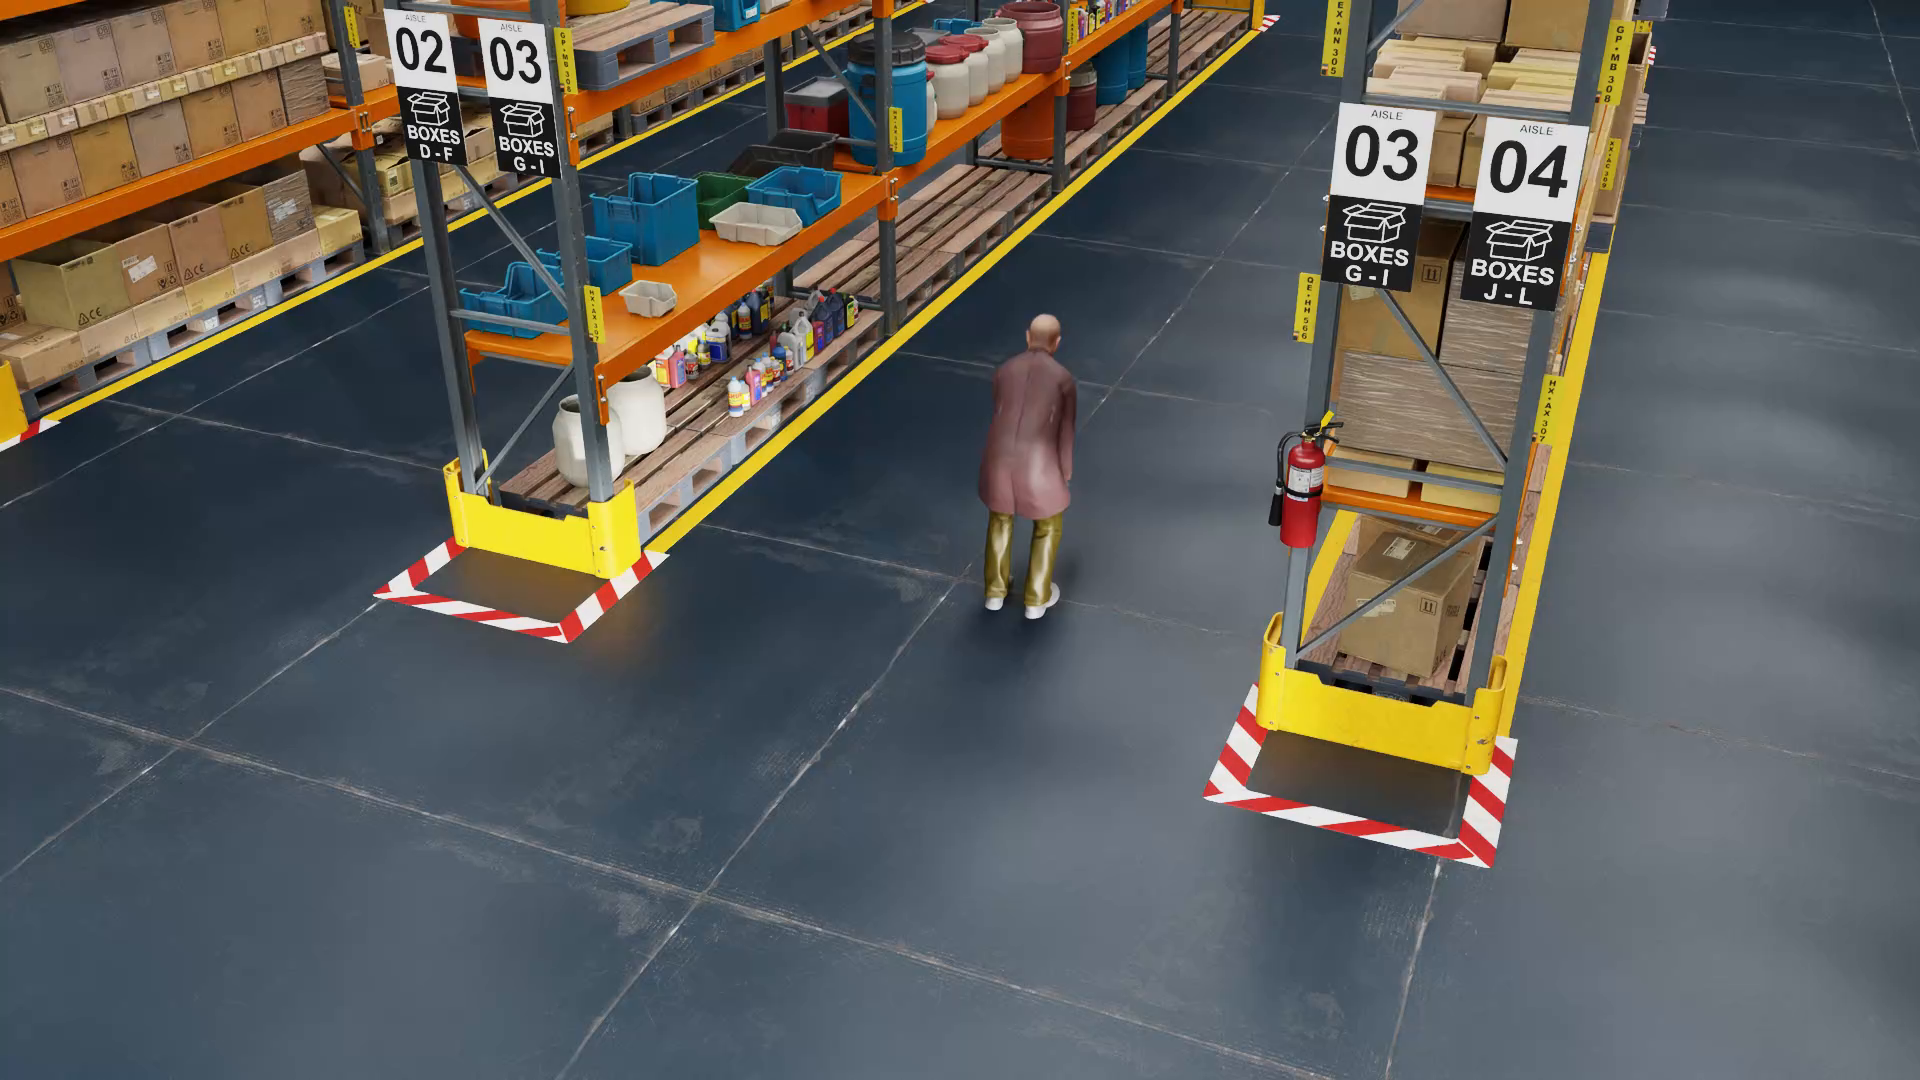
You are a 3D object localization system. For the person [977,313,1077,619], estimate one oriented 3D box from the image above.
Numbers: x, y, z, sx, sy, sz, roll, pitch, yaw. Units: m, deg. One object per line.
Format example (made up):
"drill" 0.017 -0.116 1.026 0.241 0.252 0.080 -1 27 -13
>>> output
"person" 0.399 -0.411 9.315 0.544 1.626 0.697 11 31 18
